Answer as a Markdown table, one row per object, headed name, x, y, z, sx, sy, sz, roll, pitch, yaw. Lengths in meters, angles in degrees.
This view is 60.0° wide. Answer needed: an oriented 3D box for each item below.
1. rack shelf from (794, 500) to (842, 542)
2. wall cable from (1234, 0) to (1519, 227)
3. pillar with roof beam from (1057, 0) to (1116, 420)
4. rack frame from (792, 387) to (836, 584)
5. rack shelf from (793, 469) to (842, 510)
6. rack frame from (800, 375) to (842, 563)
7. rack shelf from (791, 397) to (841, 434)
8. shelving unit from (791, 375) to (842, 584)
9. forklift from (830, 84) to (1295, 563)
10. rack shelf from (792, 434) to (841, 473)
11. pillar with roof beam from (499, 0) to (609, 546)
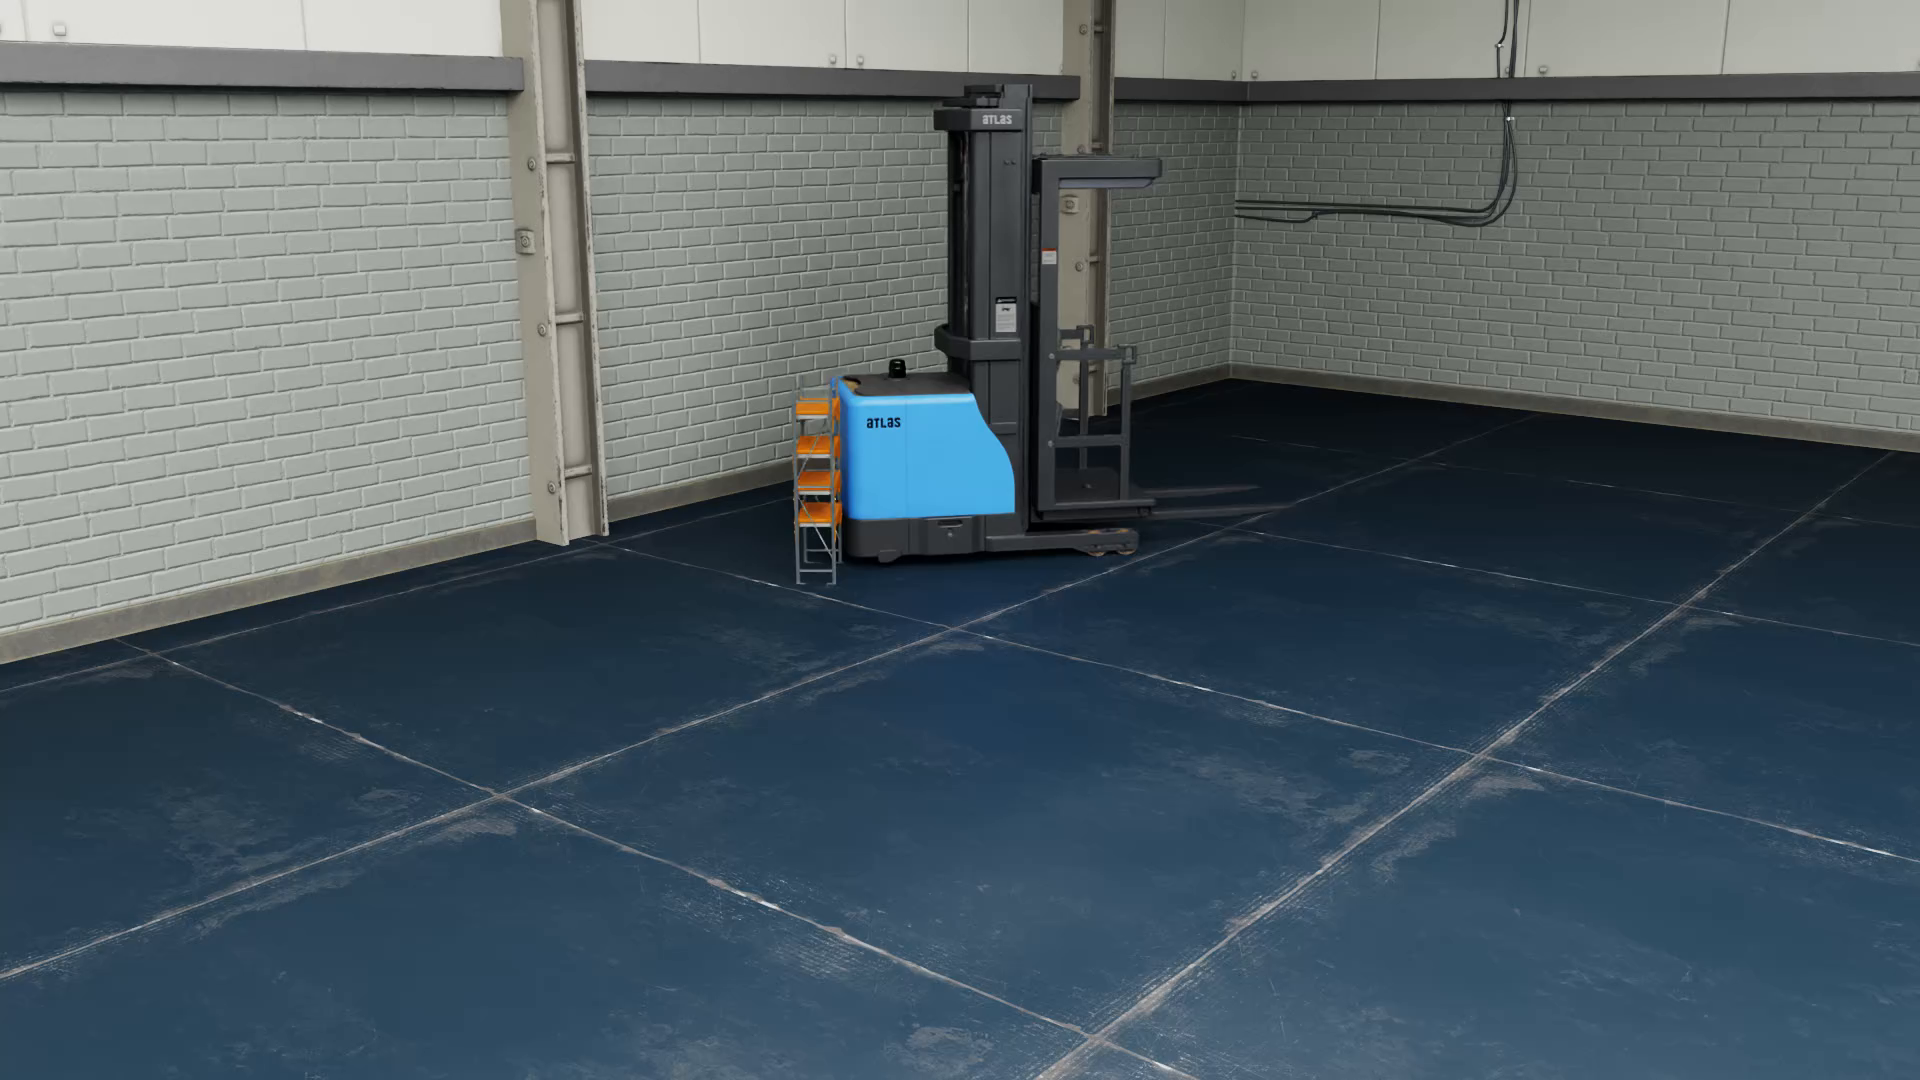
| name | x | y | z | sx | sy | sz | roll | pitch | yaw |
| --- | --- | --- | --- | --- | --- | --- | --- | --- | --- |
| rack shelf | -0.870 | -0.119 | 10.233 | 0.258 | 0.148 | 0.480 | 0 | 14 | 0 |
| wall cable | 4.035 | -4.388 | 16.427 | 3.097 | 2.526 | 0.112 | 11 | 18 | 38 |
| pillar with roof beam | 4.504 | -4.867 | 12.007 | 9.100 | 9.000 | 0.400 | 11 | 18 | 38 |
| rack frame | -0.871 | -0.316 | 9.931 | 0.240 | 1.200 | 0.015 | 0 | 14 | 0 |
| rack shelf | -0.870 | -0.311 | 10.184 | 0.258 | 0.148 | 0.480 | 0 | 14 | 0 |
| rack frame | -0.869 | -0.436 | 10.404 | 0.240 | 1.200 | 0.015 | 0 | 14 | 0 |
| rack shelf | -0.870 | -0.757 | 10.071 | 0.258 | 0.148 | 0.480 | 0 | 14 | 0 |
| shelving unit | -0.870 | -0.376 | 10.168 | 0.258 | 1.200 | 0.503 | 0 | 14 | 0 |
| forklift | 0.692 | -1.437 | 10.828 | 3.031 | 2.935 | 1.130 | -3 | 15 | -11 |
| rack shelf | -0.870 | -0.528 | 10.129 | 0.258 | 0.148 | 0.480 | 0 | 14 | 0 |
| pillar with roof beam | 0.733 | -3.718 | 7.484 | 9.100 | 9.000 | 0.400 | 11 | 18 | 38 |
